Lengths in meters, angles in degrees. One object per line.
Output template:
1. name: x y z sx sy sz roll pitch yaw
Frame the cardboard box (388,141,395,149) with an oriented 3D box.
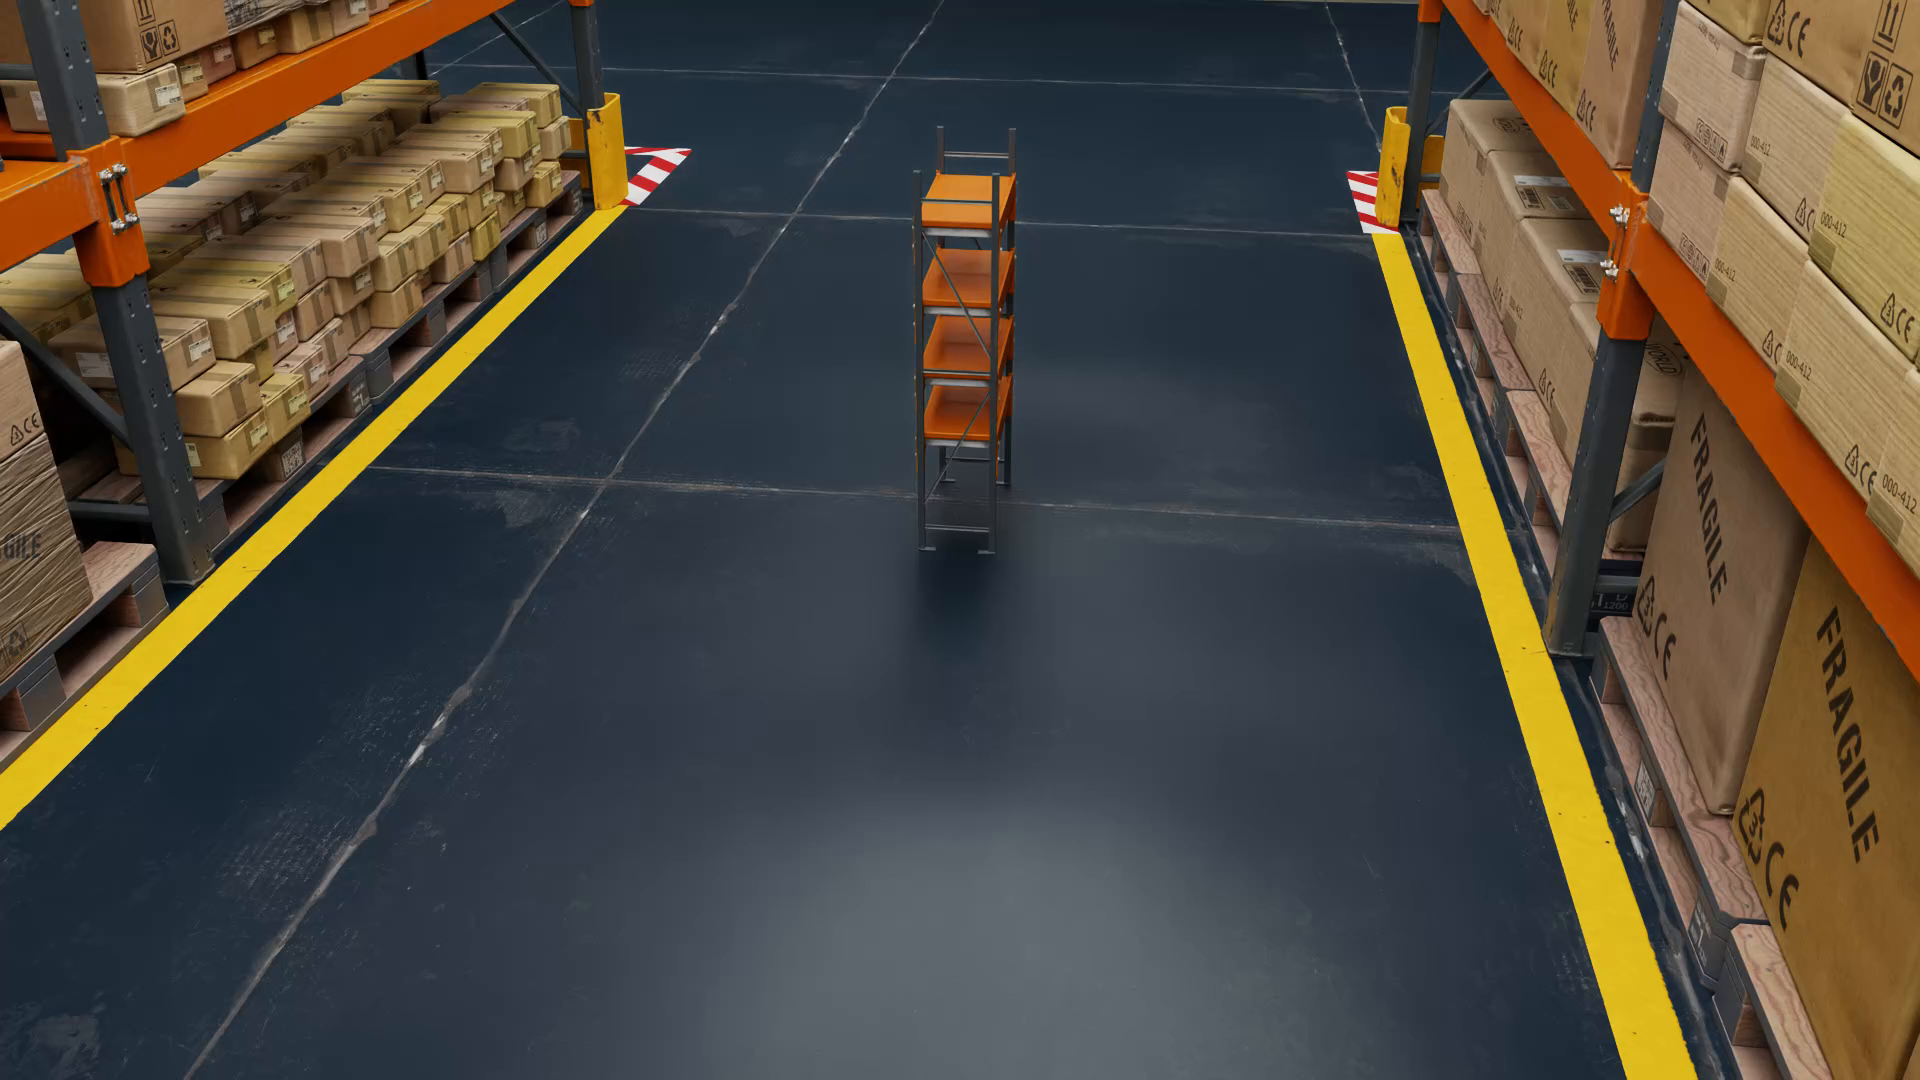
1. cardboard box: -2.638 -1.699 7.490 0.380 0.149 0.250 4 29 7

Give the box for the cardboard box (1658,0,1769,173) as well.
1. cardboard box: 1.813 -0.956 3.493 0.500 0.250 0.500 3 28 5

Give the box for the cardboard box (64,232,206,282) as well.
1. cardboard box: -2.868 -0.965 5.814 0.380 0.149 0.250 4 29 8

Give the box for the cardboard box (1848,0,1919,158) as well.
1. cardboard box: 1.709 -0.810 2.430 0.500 0.500 0.500 3 28 5

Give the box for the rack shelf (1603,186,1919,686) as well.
1. rack shelf: 1.902 0.265 2.353 1.077 0.370 4.000 3 28 6

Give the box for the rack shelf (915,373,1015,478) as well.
1. rack shelf: 0.020 -0.372 5.236 0.258 0.148 0.480 3 28 6

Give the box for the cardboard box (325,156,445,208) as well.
1. cardboard box: -2.309 -1.434 6.685 0.380 0.149 0.250 2 28 4

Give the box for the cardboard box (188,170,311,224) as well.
1. cardboard box: -2.767 -1.336 6.503 0.380 0.149 0.250 3 29 6

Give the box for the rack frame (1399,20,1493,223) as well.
1. rack frame: 2.637 -2.876 7.425 1.000 3.000 0.127 3 28 6

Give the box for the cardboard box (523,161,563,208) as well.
1. cardboard box: -2.076 -1.659 7.729 0.380 0.149 0.250 4 29 8

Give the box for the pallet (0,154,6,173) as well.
1. pallet: -3.016 -0.797 3.769 1.003 0.211 1.213 3 28 6

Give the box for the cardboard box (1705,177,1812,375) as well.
1. cardboard box: 1.769 -0.491 3.158 0.500 0.250 0.500 3 28 5

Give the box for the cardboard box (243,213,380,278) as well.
1. cardboard box: -2.334 -1.062 5.994 0.380 0.149 0.250 4 29 7

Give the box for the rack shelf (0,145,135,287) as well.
1. rack shelf: -3.023 0.025 2.799 1.077 0.370 4.000 3 28 6

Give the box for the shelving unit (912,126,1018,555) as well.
1. shelving unit: 0.020 -0.606 5.110 0.258 1.200 0.503 3 28 6

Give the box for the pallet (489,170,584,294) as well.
1. pallet: -2.432 -1.472 7.760 1.003 0.211 1.213 3 28 6

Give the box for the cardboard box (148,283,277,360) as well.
1. cardboard box: -2.437 -0.701 5.324 0.380 0.149 0.250 5 29 9

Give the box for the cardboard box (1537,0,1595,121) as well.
1. cardboard box: 2.008 -1.513 4.789 0.500 0.500 0.500 3 28 5

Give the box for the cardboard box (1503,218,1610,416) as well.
1. cardboard box: 2.440 -0.760 5.758 0.875 0.438 0.875 3 28 5

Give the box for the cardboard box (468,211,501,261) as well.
1. cardboard box: -2.180 -1.299 7.061 0.380 0.149 0.250 2 28 4

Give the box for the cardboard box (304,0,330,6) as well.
1. cardboard box: -2.316 -2.095 5.556 0.500 0.500 0.500 3 28 5

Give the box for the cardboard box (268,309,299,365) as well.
1. cardboard box: -2.480 -0.687 5.612 0.380 0.149 0.250 3 28 6

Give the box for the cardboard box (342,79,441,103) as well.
1. cardboard box: -2.689 -2.081 7.885 0.380 0.149 0.250 2 28 4

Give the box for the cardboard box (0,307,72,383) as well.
1. cardboard box: -2.993 -0.607 5.150 0.380 0.149 0.250 4 29 8

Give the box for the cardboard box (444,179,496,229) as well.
1. cardboard box: -2.182 -1.422 6.977 0.380 0.149 0.250 4 29 7

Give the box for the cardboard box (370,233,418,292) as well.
1. cardboard box: -2.293 -1.057 6.299 0.380 0.149 0.250 3 28 6

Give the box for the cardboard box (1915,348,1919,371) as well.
1. cardboard box: 1.629 -0.235 2.155 0.500 0.250 0.500 3 28 5

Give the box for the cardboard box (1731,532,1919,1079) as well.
1. cardboard box: 2.048 0.480 2.994 0.875 0.875 0.875 4 29 8

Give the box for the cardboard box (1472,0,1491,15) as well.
1. cardboard box: 2.179 -2.232 6.126 0.500 0.500 0.500 3 28 6

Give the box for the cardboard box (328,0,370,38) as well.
1. cardboard box: -2.305 -1.859 5.804 0.380 0.149 0.250 5 29 8

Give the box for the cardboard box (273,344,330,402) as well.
1. cardboard box: -2.403 -0.561 5.691 0.380 0.149 0.250 3 28 6

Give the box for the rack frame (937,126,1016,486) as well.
1. rack frame: 0.050 -0.721 5.323 0.240 1.200 0.015 3 28 6

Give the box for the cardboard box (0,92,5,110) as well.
1. cardboard box: -2.975 -1.270 4.710 0.380 0.149 0.250 3 28 6

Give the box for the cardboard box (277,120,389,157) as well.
1. cardboard box: -2.710 -1.711 7.199 0.380 0.149 0.250 2 28 4

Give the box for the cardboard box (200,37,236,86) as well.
1. cardboard box: -2.480 -1.491 5.120 0.380 0.149 0.250 2 28 4

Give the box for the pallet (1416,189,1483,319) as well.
1. pallet: 2.617 -1.267 7.380 1.003 0.211 1.213 3 28 6

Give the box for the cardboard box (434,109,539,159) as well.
1. cardboard box: -2.095 -1.799 7.363 0.380 0.149 0.250 3 28 5

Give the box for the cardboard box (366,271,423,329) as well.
1. cardboard box: -2.296 -0.929 6.374 0.380 0.149 0.250 3 28 5

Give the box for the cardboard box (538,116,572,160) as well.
1. cardboard box: -2.069 -1.912 7.885 0.380 0.149 0.250 3 28 5

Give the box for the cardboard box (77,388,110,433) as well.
1. cardboard box: -2.953 -0.485 5.550 0.380 0.149 0.250 4 29 8
